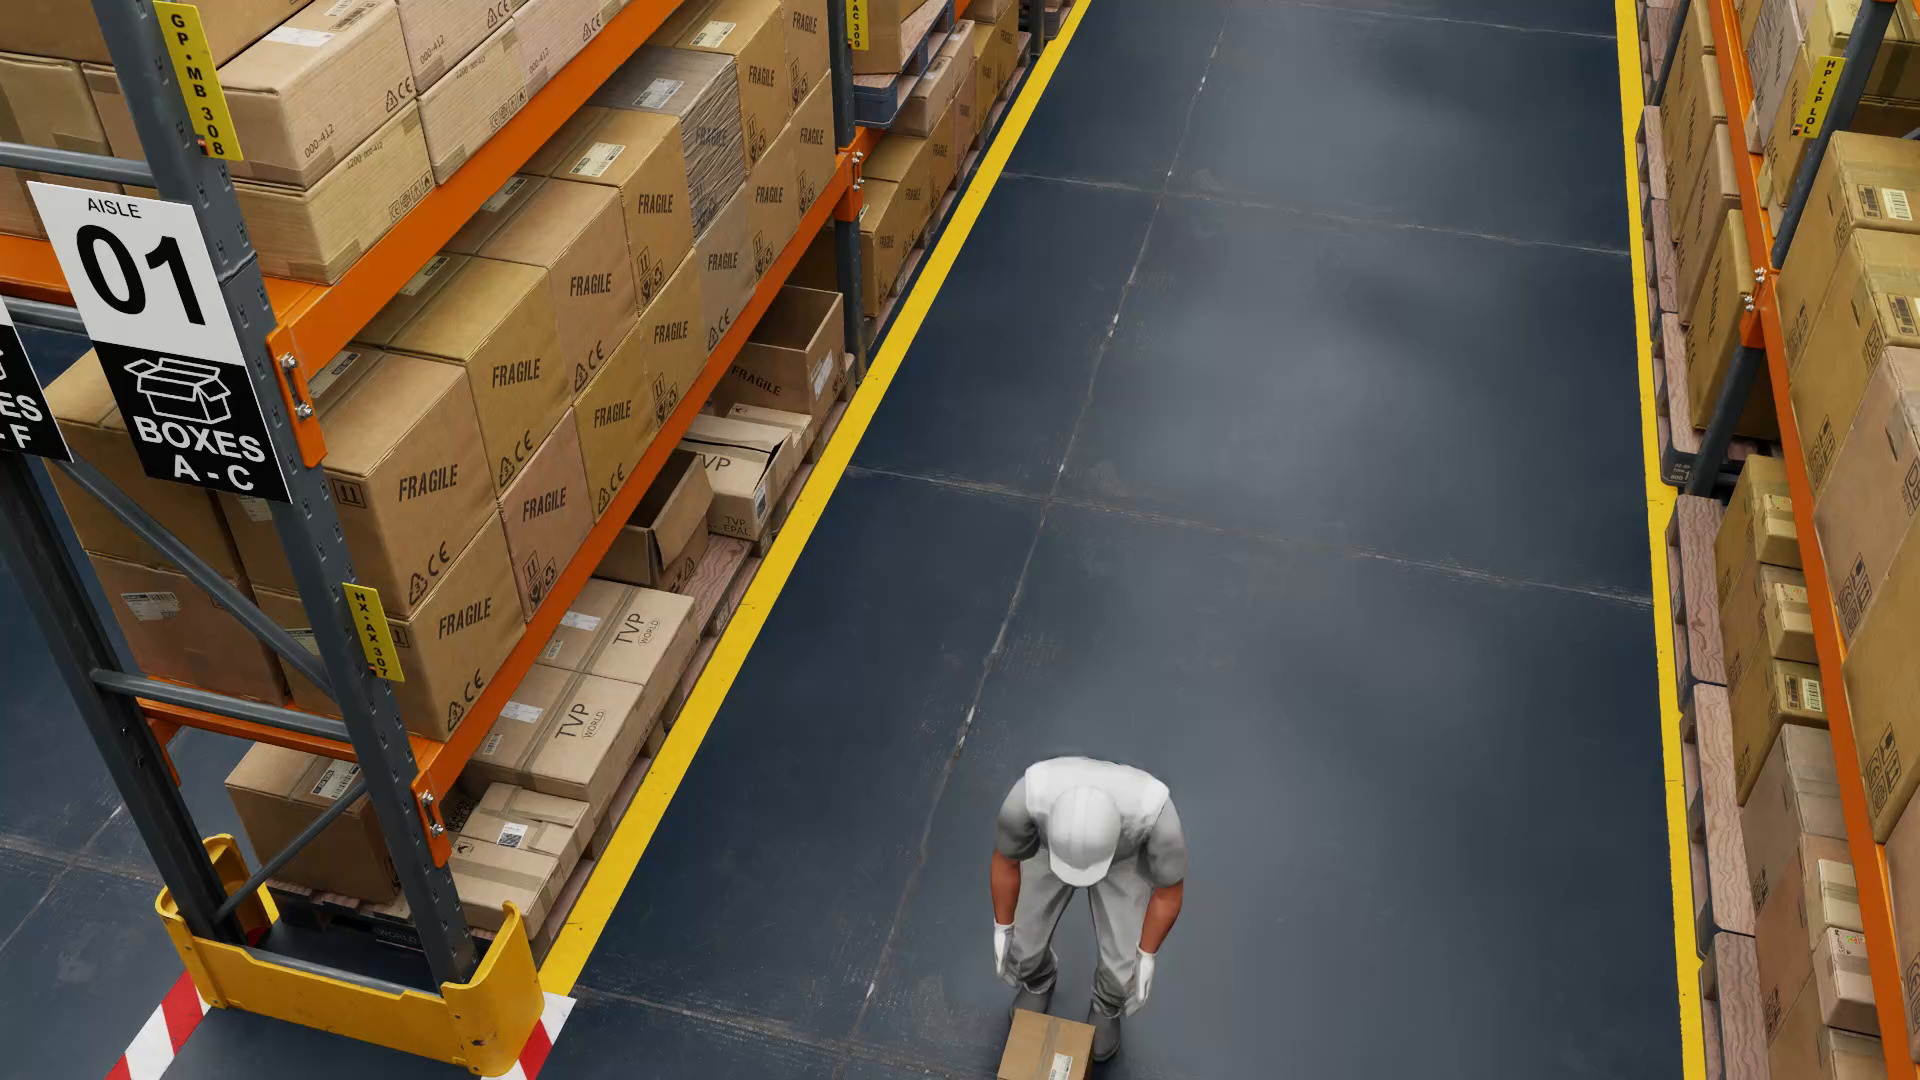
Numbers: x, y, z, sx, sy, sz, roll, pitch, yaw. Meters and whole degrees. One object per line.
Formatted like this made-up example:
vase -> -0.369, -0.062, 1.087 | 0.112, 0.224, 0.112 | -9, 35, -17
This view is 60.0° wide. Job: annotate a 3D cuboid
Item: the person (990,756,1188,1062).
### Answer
person -> 0.399, 1.092, 5.134 | 0.583, 1.443, 0.749 | 10, 42, 12
